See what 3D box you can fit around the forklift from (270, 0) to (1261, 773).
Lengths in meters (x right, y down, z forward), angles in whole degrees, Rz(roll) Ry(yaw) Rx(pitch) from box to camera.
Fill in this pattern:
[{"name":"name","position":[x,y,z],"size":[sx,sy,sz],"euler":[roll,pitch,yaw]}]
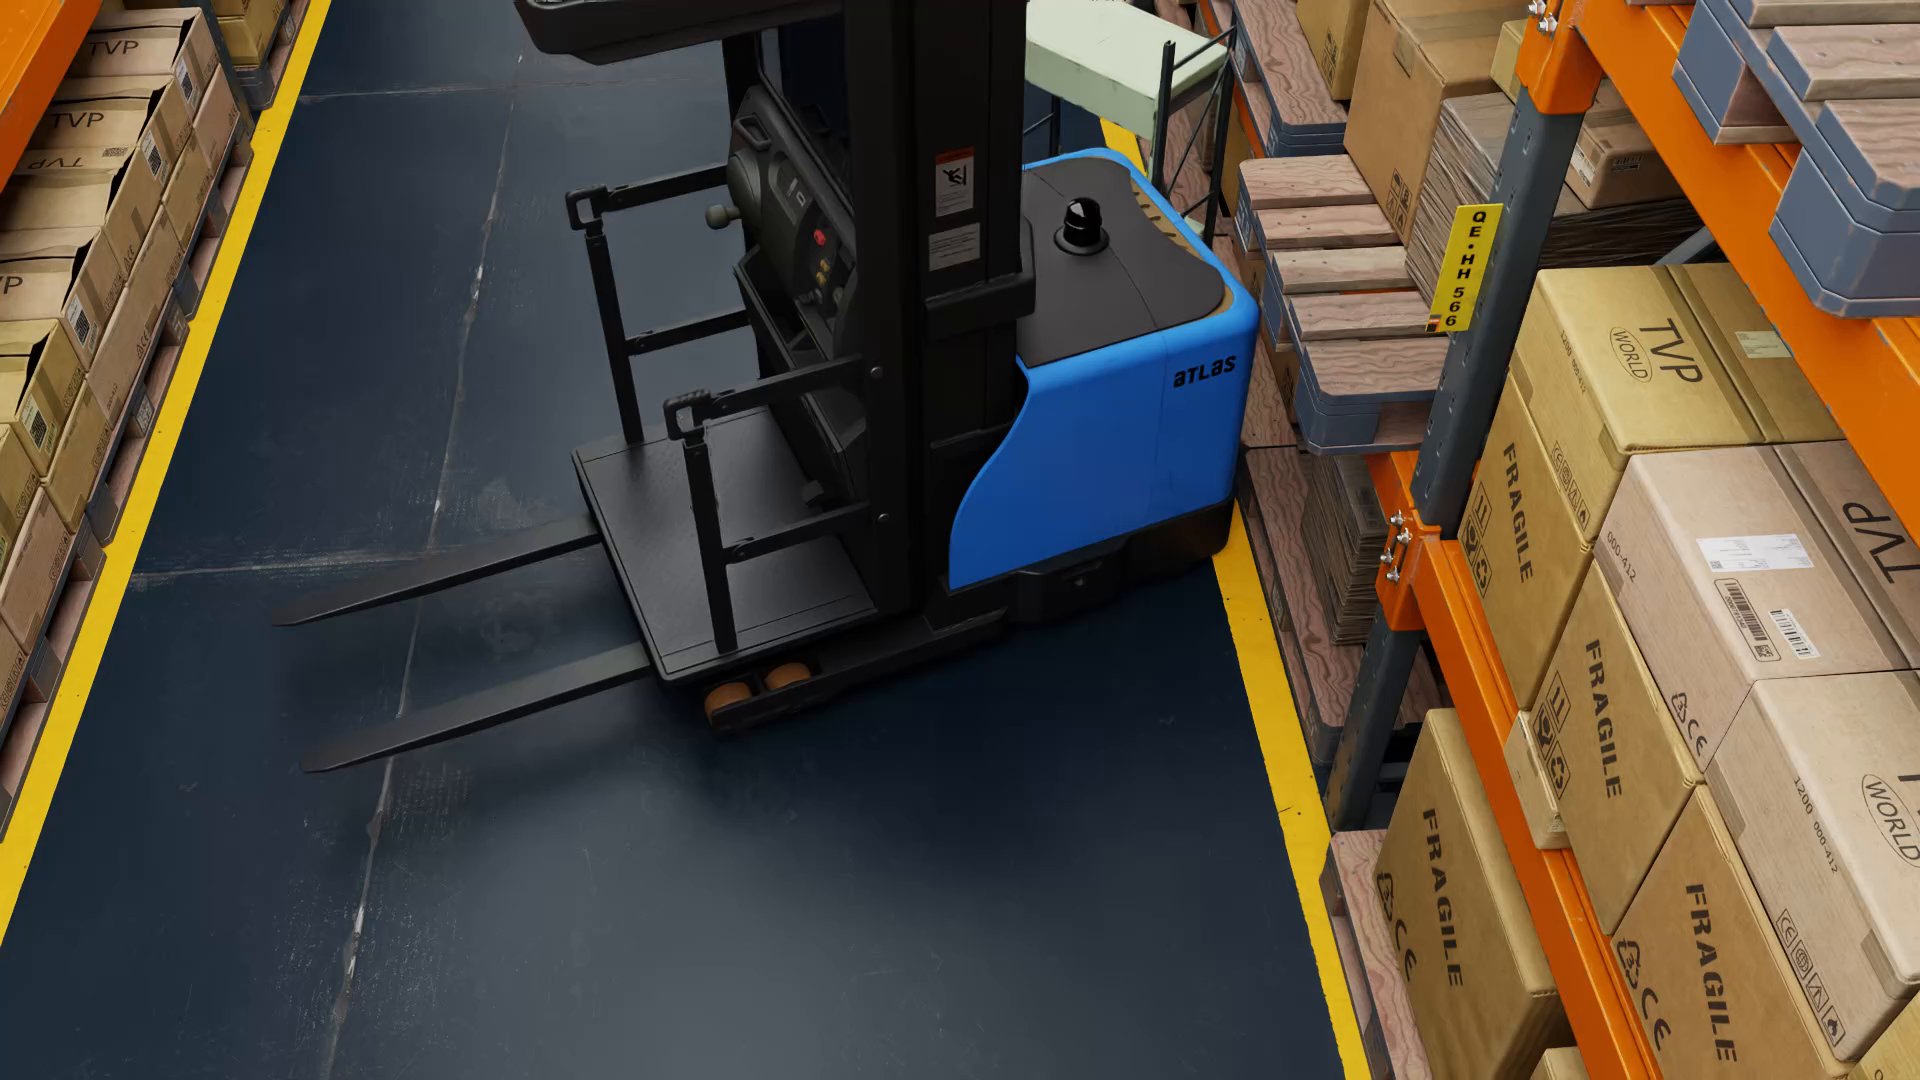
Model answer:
[{"name":"forklift","position":[-0.649,-0.845,4.532],"size":[3.031,2.935,1.130],"euler":[-18,49,-16]}]

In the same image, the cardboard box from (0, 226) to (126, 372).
[{"name":"cardboard box","position":[-3.229,-0.838,5.696],"size":[0.500,0.311,0.500],"euler":[-4,47,-4]}]

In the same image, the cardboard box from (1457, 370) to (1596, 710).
[{"name":"cardboard box","position":[1.380,-0.010,3.406],"size":[0.500,0.500,0.500],"euler":[-2,47,-2]}]

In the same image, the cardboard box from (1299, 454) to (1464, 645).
[{"name":"cardboard box","position":[1.482,-0.042,5.143],"size":[0.700,0.500,0.500],"euler":[-3,47,-3]}]

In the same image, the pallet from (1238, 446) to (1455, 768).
[{"name":"pallet","position":[1.531,0.160,5.453],"size":[1.003,0.211,1.213],"euler":[-3,47,-3]}]

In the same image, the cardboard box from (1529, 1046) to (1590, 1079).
[{"name":"cardboard box","position":[1.593,1.536,3.421],"size":[0.750,0.750,0.750],"euler":[-4,47,-3]}]

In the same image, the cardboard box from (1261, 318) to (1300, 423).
[{"name":"cardboard box","position":[1.485,-0.780,5.841],"size":[0.700,0.500,0.500],"euler":[-4,47,-4]}]

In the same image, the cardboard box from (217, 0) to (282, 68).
[{"name":"cardboard box","position":[-3.413,-2.376,7.539],"size":[0.500,0.250,0.500],"euler":[-3,47,-3]}]

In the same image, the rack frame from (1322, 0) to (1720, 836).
[{"name":"rack frame","position":[1.595,-0.233,3.905],"size":[1.000,3.000,0.127],"euler":[-3,47,-3]}]

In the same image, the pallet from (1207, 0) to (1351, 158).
[{"name":"pallet","position":[1.388,-1.597,5.328],"size":[1.003,0.211,1.213],"euler":[-3,47,-3]}]

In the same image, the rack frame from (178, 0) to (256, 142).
[{"name":"rack frame","position":[-3.676,-2.823,6.358],"size":[1.000,3.000,0.127],"euler":[-3,47,-3]}]

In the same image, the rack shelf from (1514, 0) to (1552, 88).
[{"name":"rack shelf","position":[1.427,-2.464,4.447],"size":[1.077,0.370,4.000],"euler":[-3,47,-3]}]

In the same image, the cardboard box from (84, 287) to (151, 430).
[{"name":"cardboard box","position":[-3.227,-0.635,5.890],"size":[0.500,0.250,0.500],"euler":[-3,47,-2]}]

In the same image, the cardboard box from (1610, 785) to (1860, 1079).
[{"name":"cardboard box","position":[1.455,0.729,2.706],"size":[0.500,0.500,0.500],"euler":[-4,47,-3]}]

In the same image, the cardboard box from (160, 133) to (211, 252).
[{"name":"cardboard box","position":[-3.312,-1.374,6.590],"size":[0.500,0.250,0.500],"euler":[-4,47,-4]}]

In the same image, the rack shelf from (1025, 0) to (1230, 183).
[{"name":"rack shelf","position":[0.501,-1.570,5.654],"size":[0.720,0.370,0.431],"euler":[34,56,27]}]

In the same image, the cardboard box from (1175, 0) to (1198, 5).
[{"name":"cardboard box","position":[1.185,-2.689,7.879],"size":[0.380,0.166,0.250],"euler":[-9,47,-8]}]

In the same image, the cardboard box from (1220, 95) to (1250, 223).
[{"name":"cardboard box","position":[1.431,-1.516,6.539],"size":[0.700,0.500,0.500],"euler":[-4,47,-4]}]

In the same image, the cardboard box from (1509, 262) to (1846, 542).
[{"name":"cardboard box","position":[1.378,-0.269,3.135],"size":[0.500,0.250,0.500],"euler":[-2,47,-2]}]

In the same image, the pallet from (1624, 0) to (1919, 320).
[{"name":"pallet","position":[1.702,-0.737,2.446],"size":[1.213,0.211,1.003],"euler":[-2,47,-1]}]

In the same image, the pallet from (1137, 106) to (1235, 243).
[{"name":"pallet","position":[1.327,-1.605,7.125],"size":[1.003,0.211,1.213],"euler":[-3,47,-3]}]

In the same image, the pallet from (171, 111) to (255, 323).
[{"name":"pallet","position":[-3.576,-1.334,6.868],"size":[1.003,0.211,1.213],"euler":[-3,47,-3]}]

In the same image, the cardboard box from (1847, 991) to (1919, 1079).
[{"name":"cardboard box","position":[1.516,0.829,2.095],"size":[0.500,0.250,0.500],"euler":[-4,47,-4]}]

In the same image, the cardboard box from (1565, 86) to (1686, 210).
[{"name":"cardboard box","position":[1.536,-0.889,3.708],"size":[0.380,0.149,0.250],"euler":[-9,47,-8]}]

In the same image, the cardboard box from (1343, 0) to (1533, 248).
[{"name":"cardboard box","position":[1.472,-1.161,4.412],"size":[0.700,0.500,0.500],"euler":[-7,47,-7]}]

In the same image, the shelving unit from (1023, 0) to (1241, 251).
[{"name":"shelving unit","position":[0.503,-1.306,5.940],"size":[0.755,1.500,0.431],"euler":[34,56,27]}]

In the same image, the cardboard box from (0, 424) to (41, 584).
[{"name":"cardboard box","position":[-3.145,-0.097,4.994],"size":[0.500,0.311,0.500],"euler":[-5,47,-4]}]

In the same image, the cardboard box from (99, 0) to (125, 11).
[{"name":"cardboard box","position":[-3.933,-2.344,7.509],"size":[0.500,0.250,0.500],"euler":[-3,47,-3]}]

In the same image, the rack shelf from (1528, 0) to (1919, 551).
[{"name":"rack shelf","position":[1.762,0.430,1.706],"size":[1.077,0.370,4.000],"euler":[-3,47,-3]}]

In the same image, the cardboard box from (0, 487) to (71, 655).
[{"name":"cardboard box","position":[-3.135,0.111,5.183],"size":[0.500,0.250,0.500],"euler":[-5,47,-4]}]

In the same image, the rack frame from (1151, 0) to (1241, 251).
[{"name":"rack frame","position":[0.773,-1.125,5.772],"size":[0.023,1.500,0.400],"euler":[34,56,27]}]

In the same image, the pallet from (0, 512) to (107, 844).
[{"name":"pallet","position":[-3.371,0.432,5.196],"size":[1.003,0.211,1.213],"euler":[-3,47,-3]}]

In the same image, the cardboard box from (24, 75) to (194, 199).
[{"name":"cardboard box","position":[-3.307,-1.563,6.383],"size":[0.500,0.311,0.500],"euler":[-2,47,-2]}]
